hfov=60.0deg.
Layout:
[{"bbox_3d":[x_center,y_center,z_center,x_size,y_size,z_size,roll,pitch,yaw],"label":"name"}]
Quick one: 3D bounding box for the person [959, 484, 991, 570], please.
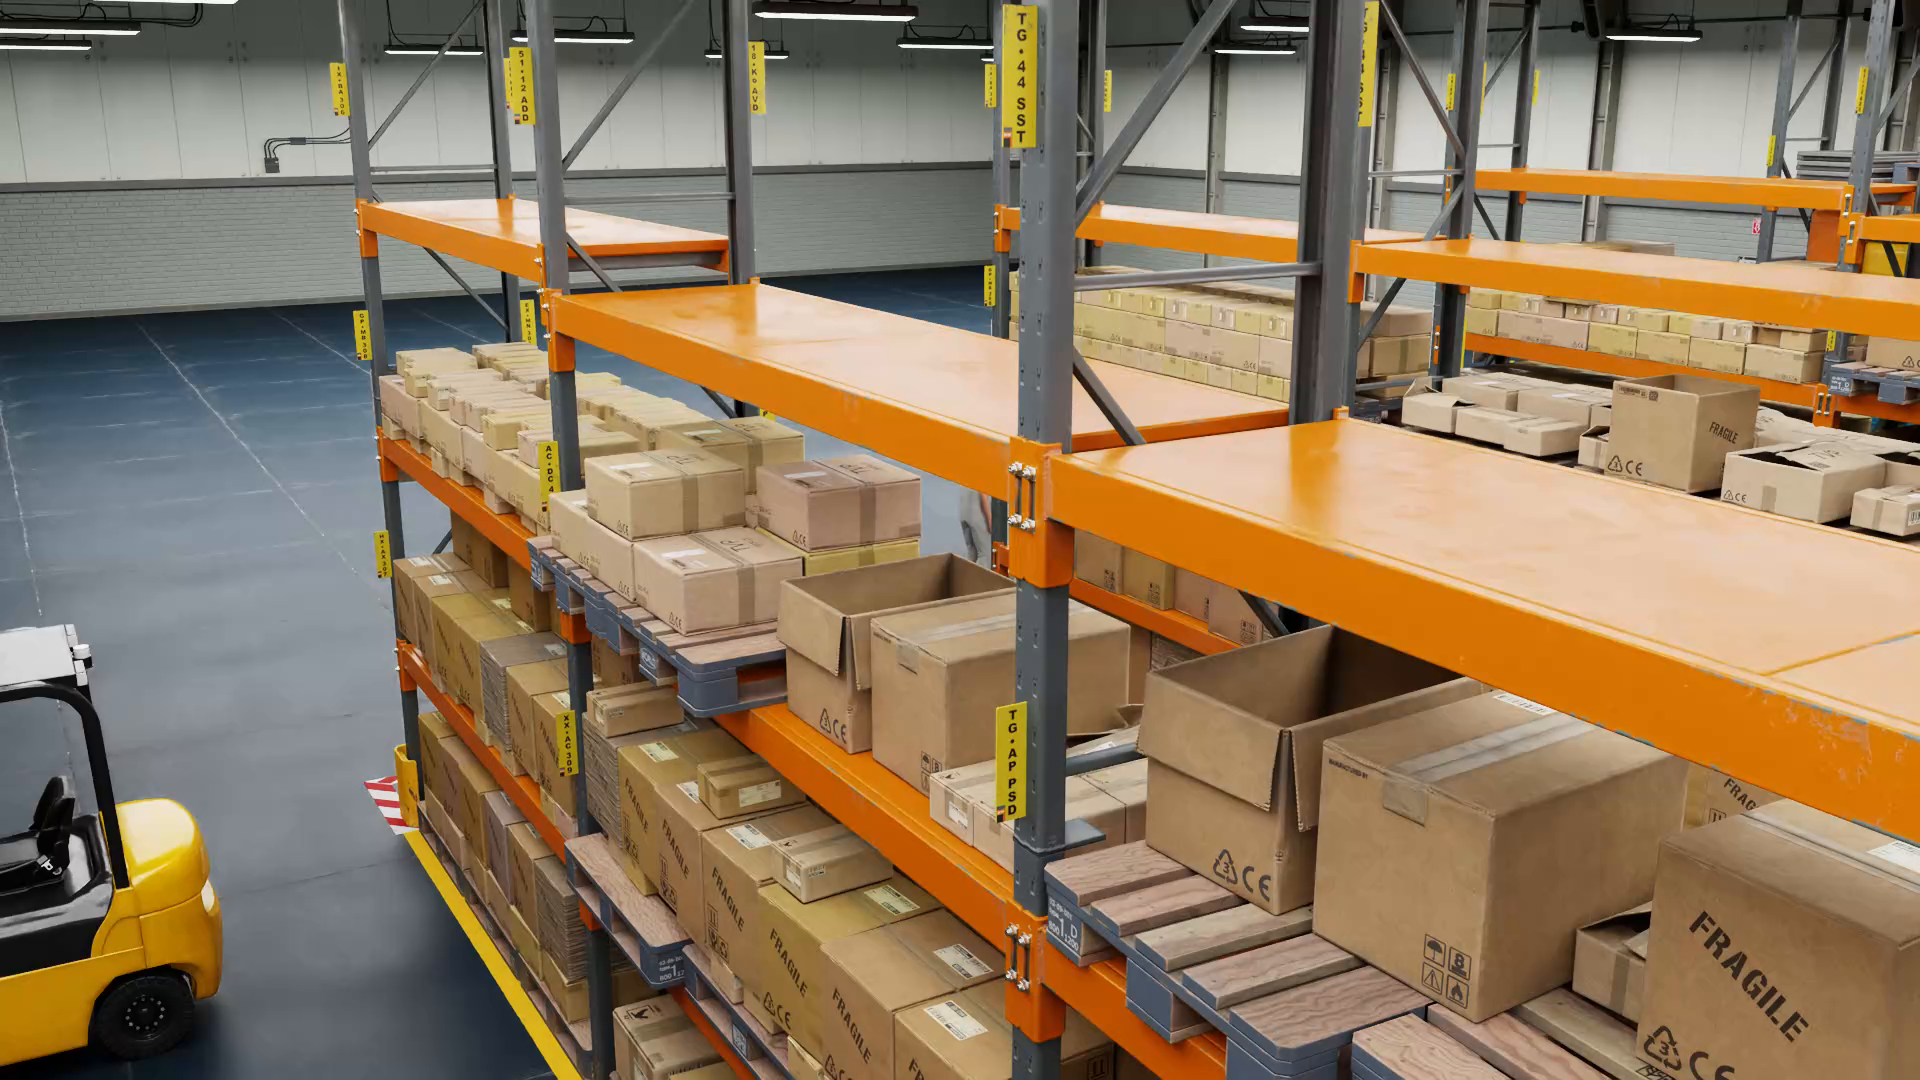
[{"bbox_3d":[0.183,-0.214,16.821,0.362,1.672,0.485,-9,17,-30],"label":"person"}]
